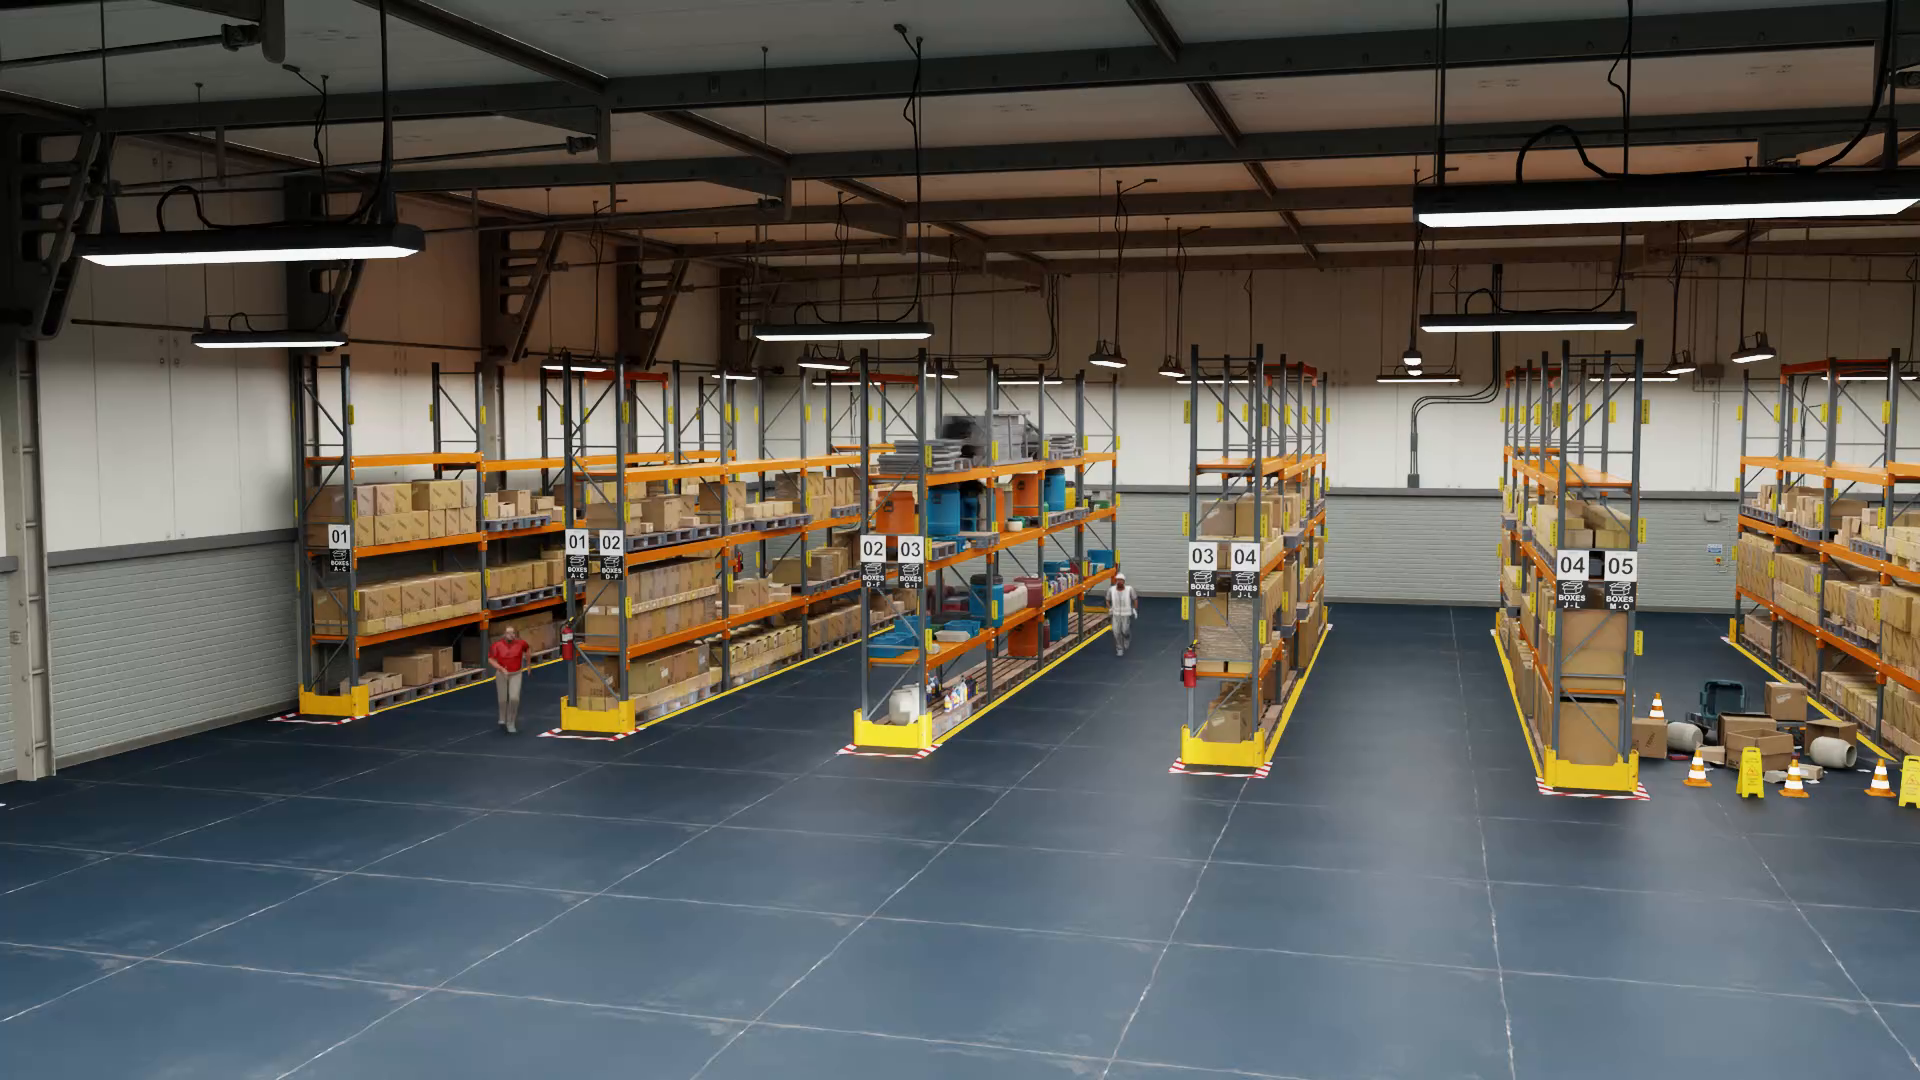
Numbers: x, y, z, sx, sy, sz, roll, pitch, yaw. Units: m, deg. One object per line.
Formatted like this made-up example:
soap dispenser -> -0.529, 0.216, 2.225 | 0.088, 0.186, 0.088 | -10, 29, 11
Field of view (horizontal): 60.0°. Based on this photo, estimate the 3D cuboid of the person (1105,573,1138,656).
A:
person -> 3.351, 1.550, 34.574 | 0.674, 1.724, 0.635 | 1, 4, 11

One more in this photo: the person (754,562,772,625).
person -> -4.516, 1.312, 38.095 | 0.562, 1.688, 0.688 | 1, 4, 8

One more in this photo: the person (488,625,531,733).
person -> -7.160, 2.203, 26.461 | 0.645, 1.746, 0.896 | -1, 4, -13

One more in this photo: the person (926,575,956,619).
person -> -0.407, 1.555, 34.666 | 0.714, 1.712, 0.709 | 0, 4, 4
